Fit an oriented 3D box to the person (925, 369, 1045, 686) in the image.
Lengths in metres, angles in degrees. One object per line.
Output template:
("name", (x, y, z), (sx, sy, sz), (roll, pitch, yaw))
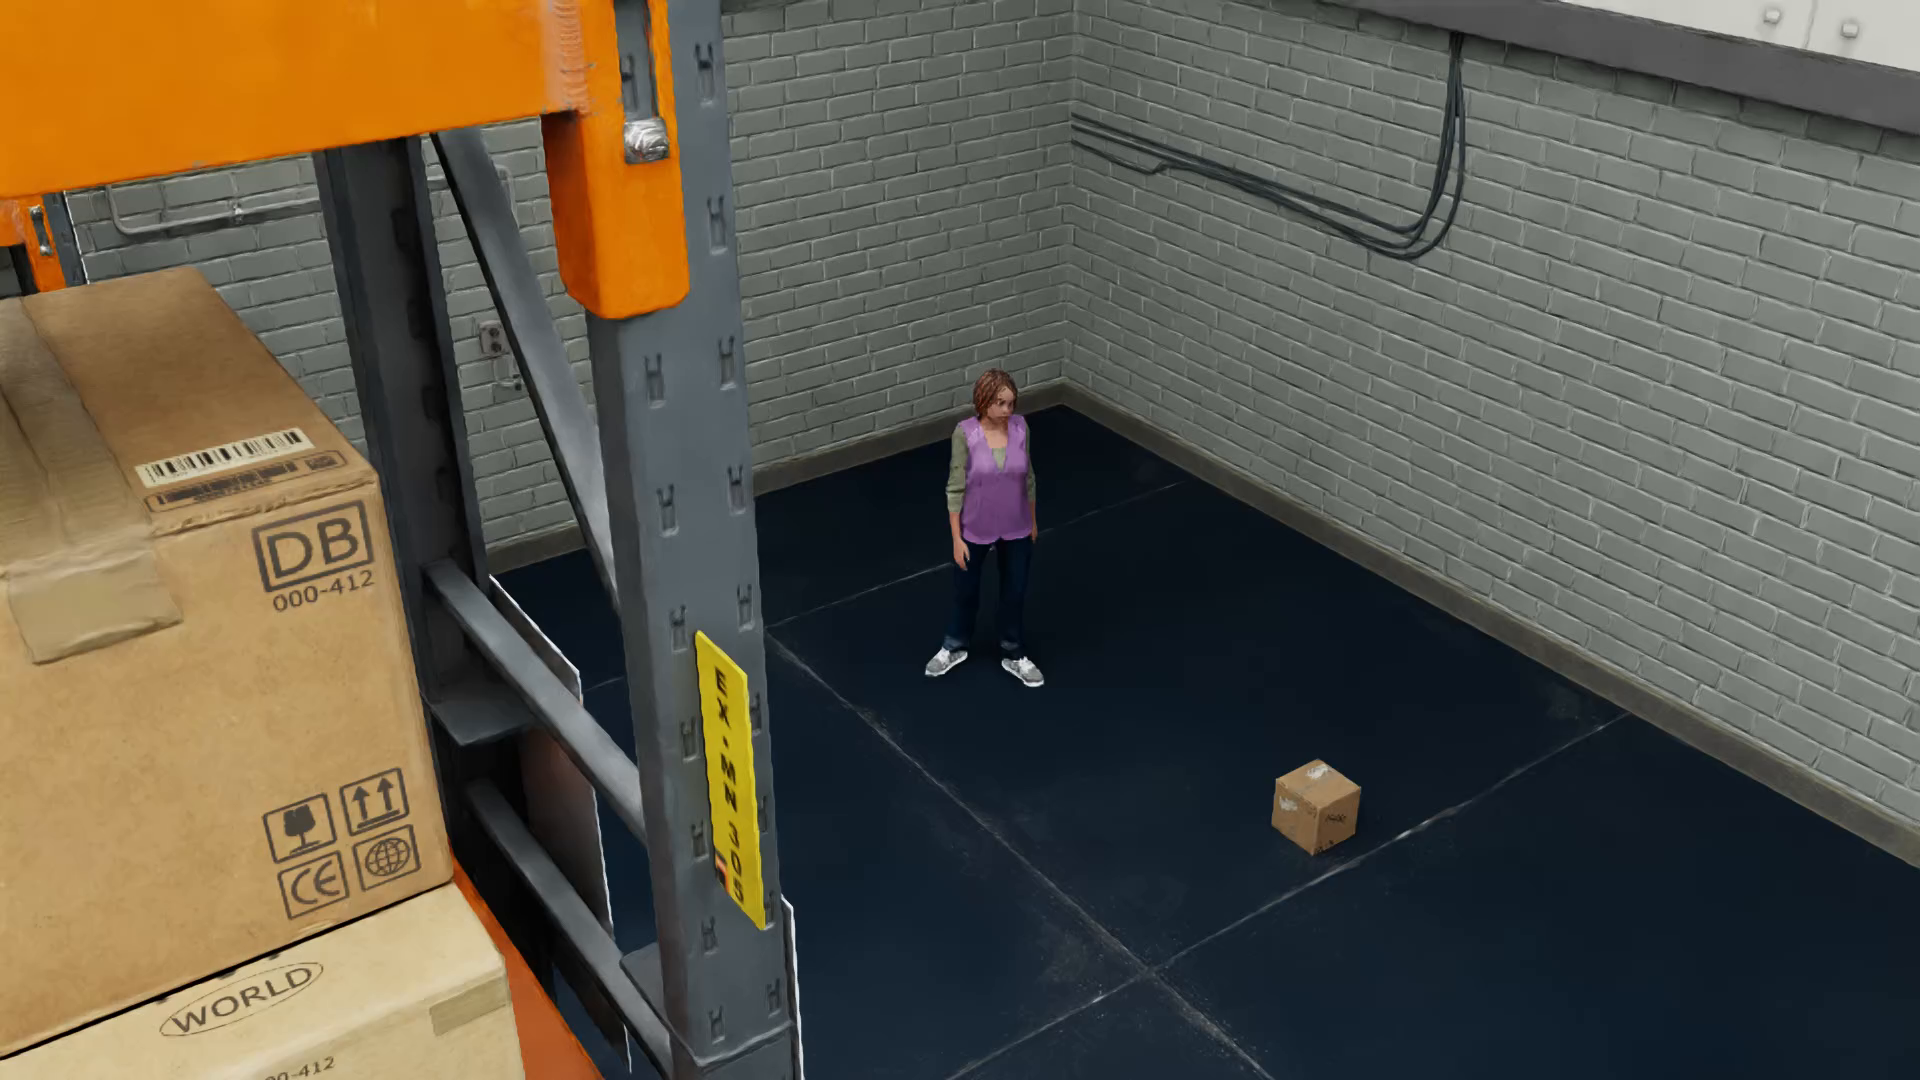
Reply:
("person", (0.106, -0.044, 7.692), (0.549, 1.604, 0.378), (-6, 30, -11))
